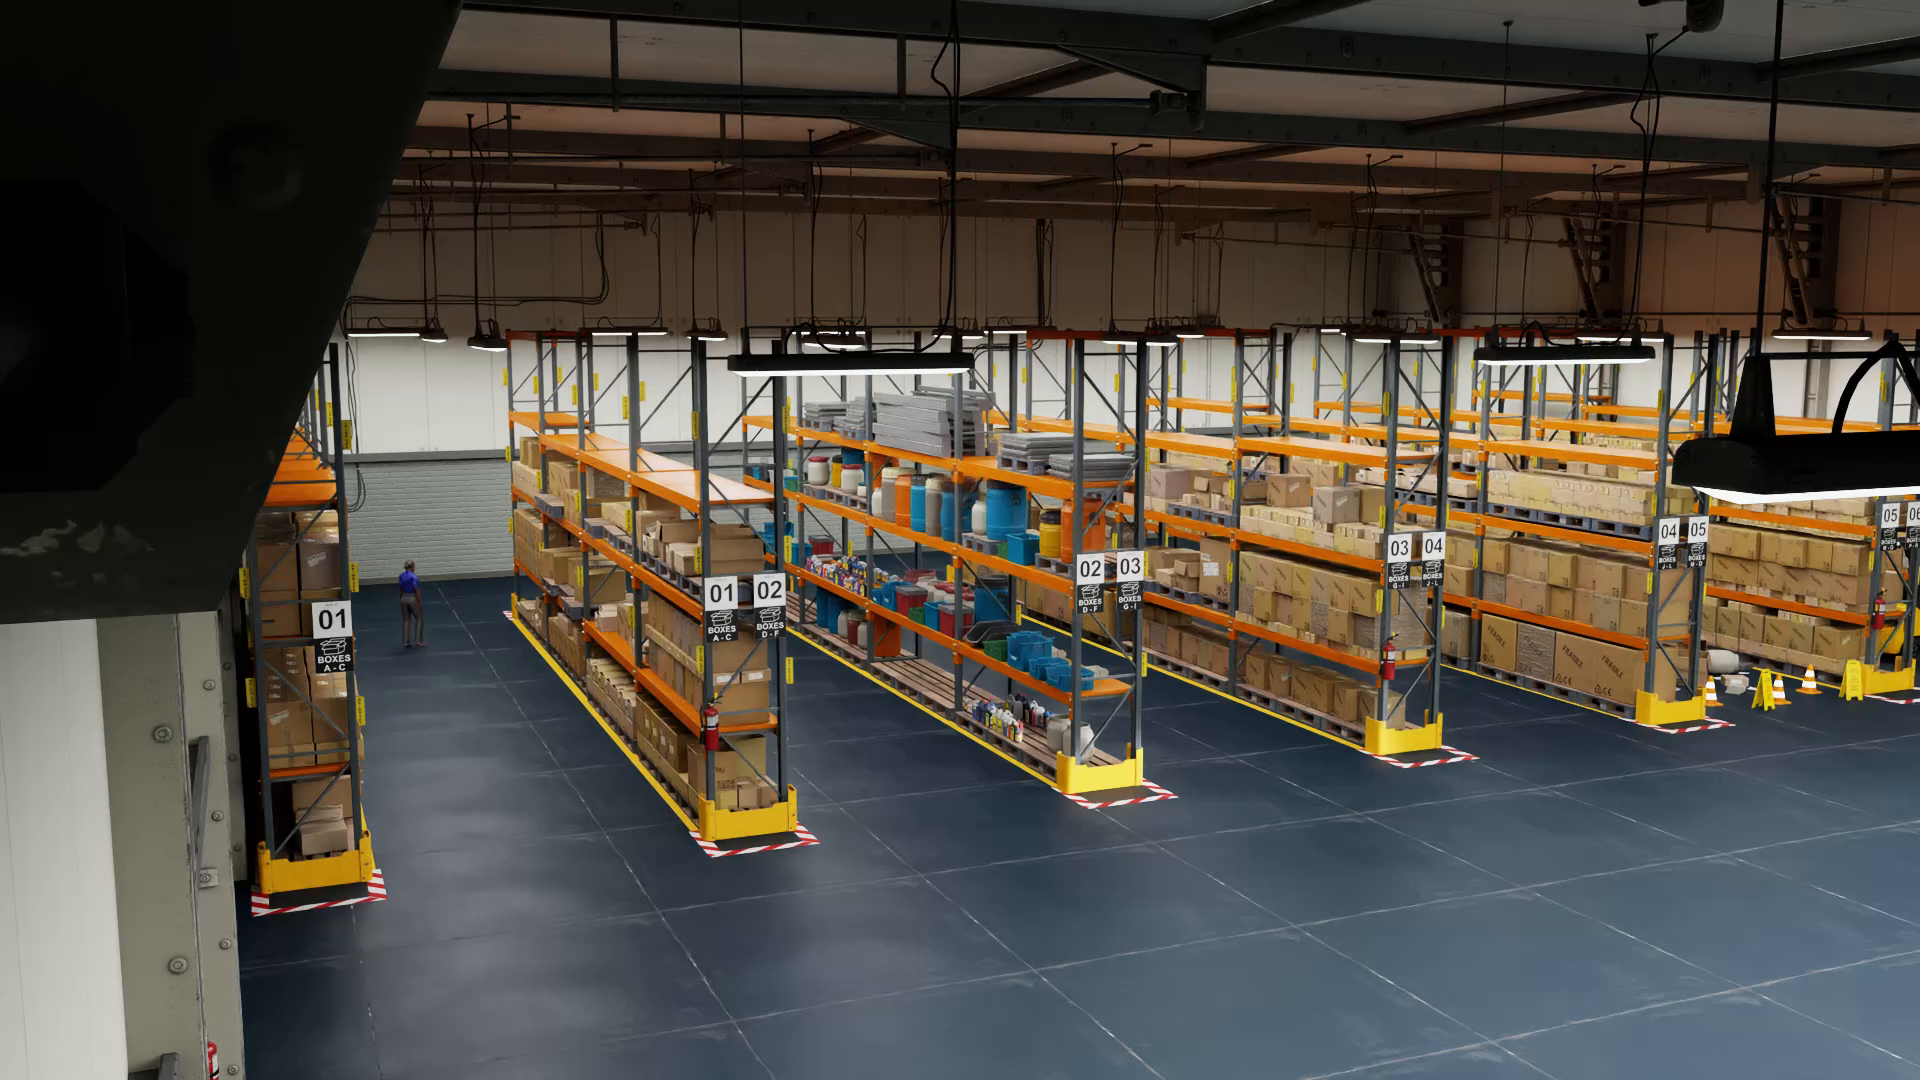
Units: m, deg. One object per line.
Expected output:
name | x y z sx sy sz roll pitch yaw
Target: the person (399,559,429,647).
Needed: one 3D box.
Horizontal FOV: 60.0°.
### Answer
person | -10.479 1.227 31.702 0.539 1.715 0.384 3 8 22
